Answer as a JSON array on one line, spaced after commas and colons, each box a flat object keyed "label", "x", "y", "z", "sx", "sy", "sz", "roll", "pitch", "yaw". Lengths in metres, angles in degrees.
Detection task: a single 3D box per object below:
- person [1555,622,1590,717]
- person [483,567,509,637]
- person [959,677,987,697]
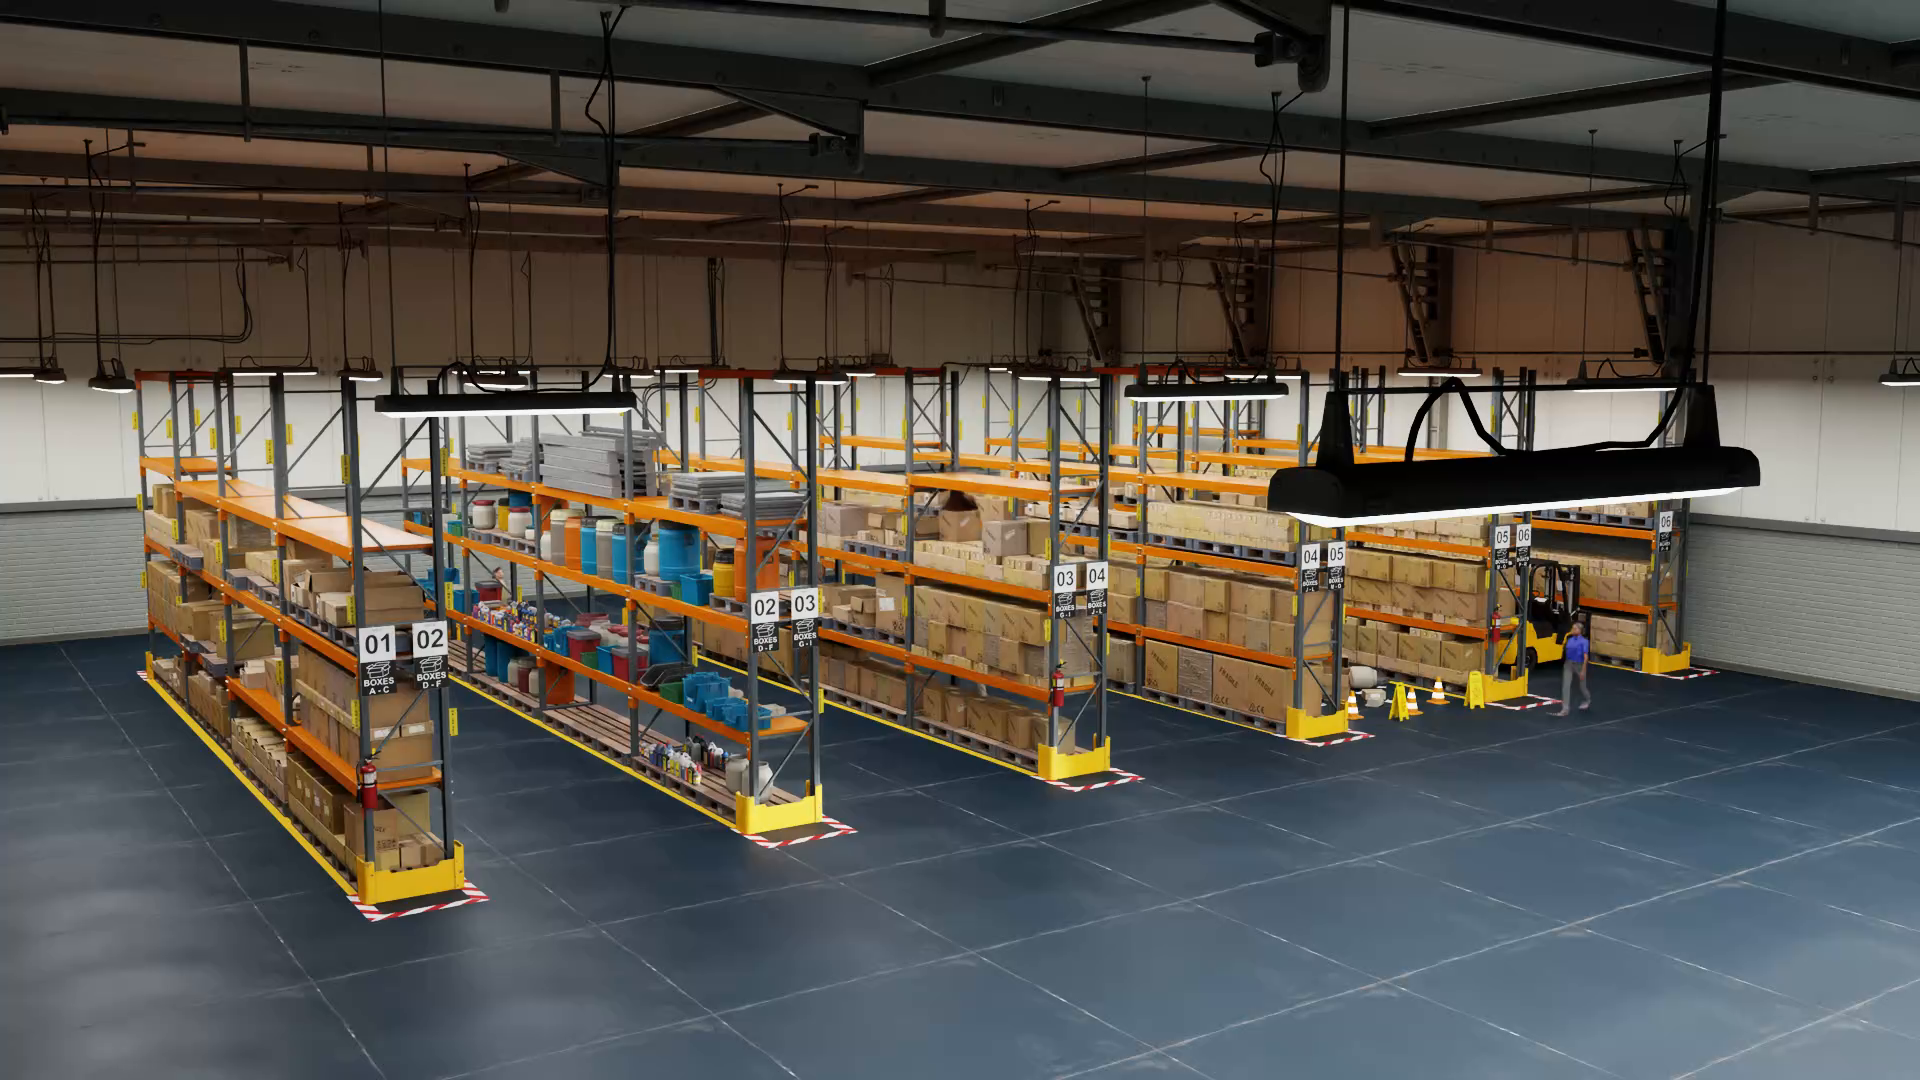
[{"label": "person", "x": 10.764, "y": 2.246, "z": 29.065, "sx": 0.425, "sy": 1.621, "sz": 0.903, "roll": 5, "pitch": 8, "yaw": 35}, {"label": "person", "x": -10.052, "y": 1.394, "z": 36.563, "sx": 1.043, "sy": 1.604, "sz": 0.565, "roll": 3, "pitch": 7, "yaw": 23}, {"label": "person", "x": 0.221, "y": 2.107, "z": 30.159, "sx": 0.687, "sy": 1.660, "sz": 1.028, "roll": -4, "pitch": 8, "yaw": -32}]
